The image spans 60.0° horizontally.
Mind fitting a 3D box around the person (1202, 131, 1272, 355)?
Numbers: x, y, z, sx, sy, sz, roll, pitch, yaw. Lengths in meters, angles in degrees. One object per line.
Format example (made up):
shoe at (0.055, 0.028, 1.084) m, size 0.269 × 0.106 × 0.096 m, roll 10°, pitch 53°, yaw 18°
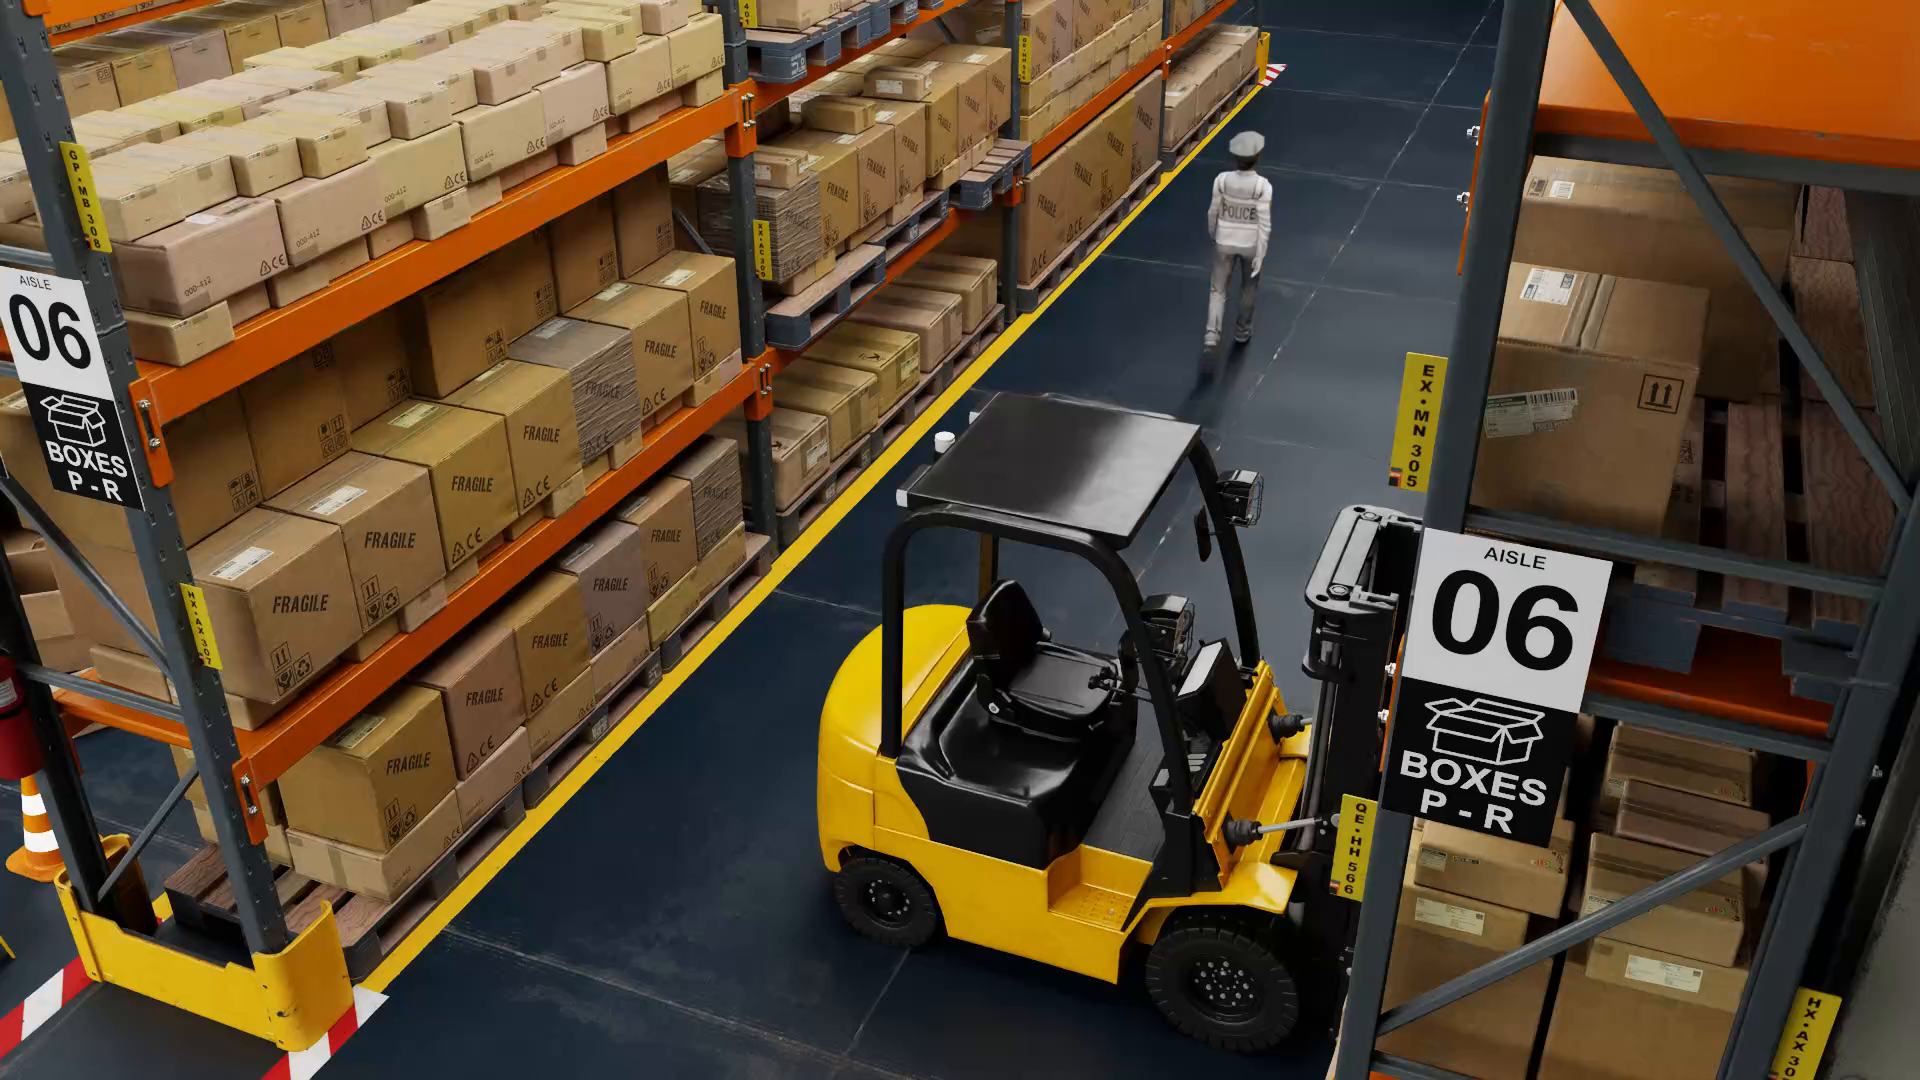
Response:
person at (2.016, -2.146, 12.089) m, size 0.475 × 1.648 × 0.893 m, roll 8°, pitch 31°, yaw 14°
